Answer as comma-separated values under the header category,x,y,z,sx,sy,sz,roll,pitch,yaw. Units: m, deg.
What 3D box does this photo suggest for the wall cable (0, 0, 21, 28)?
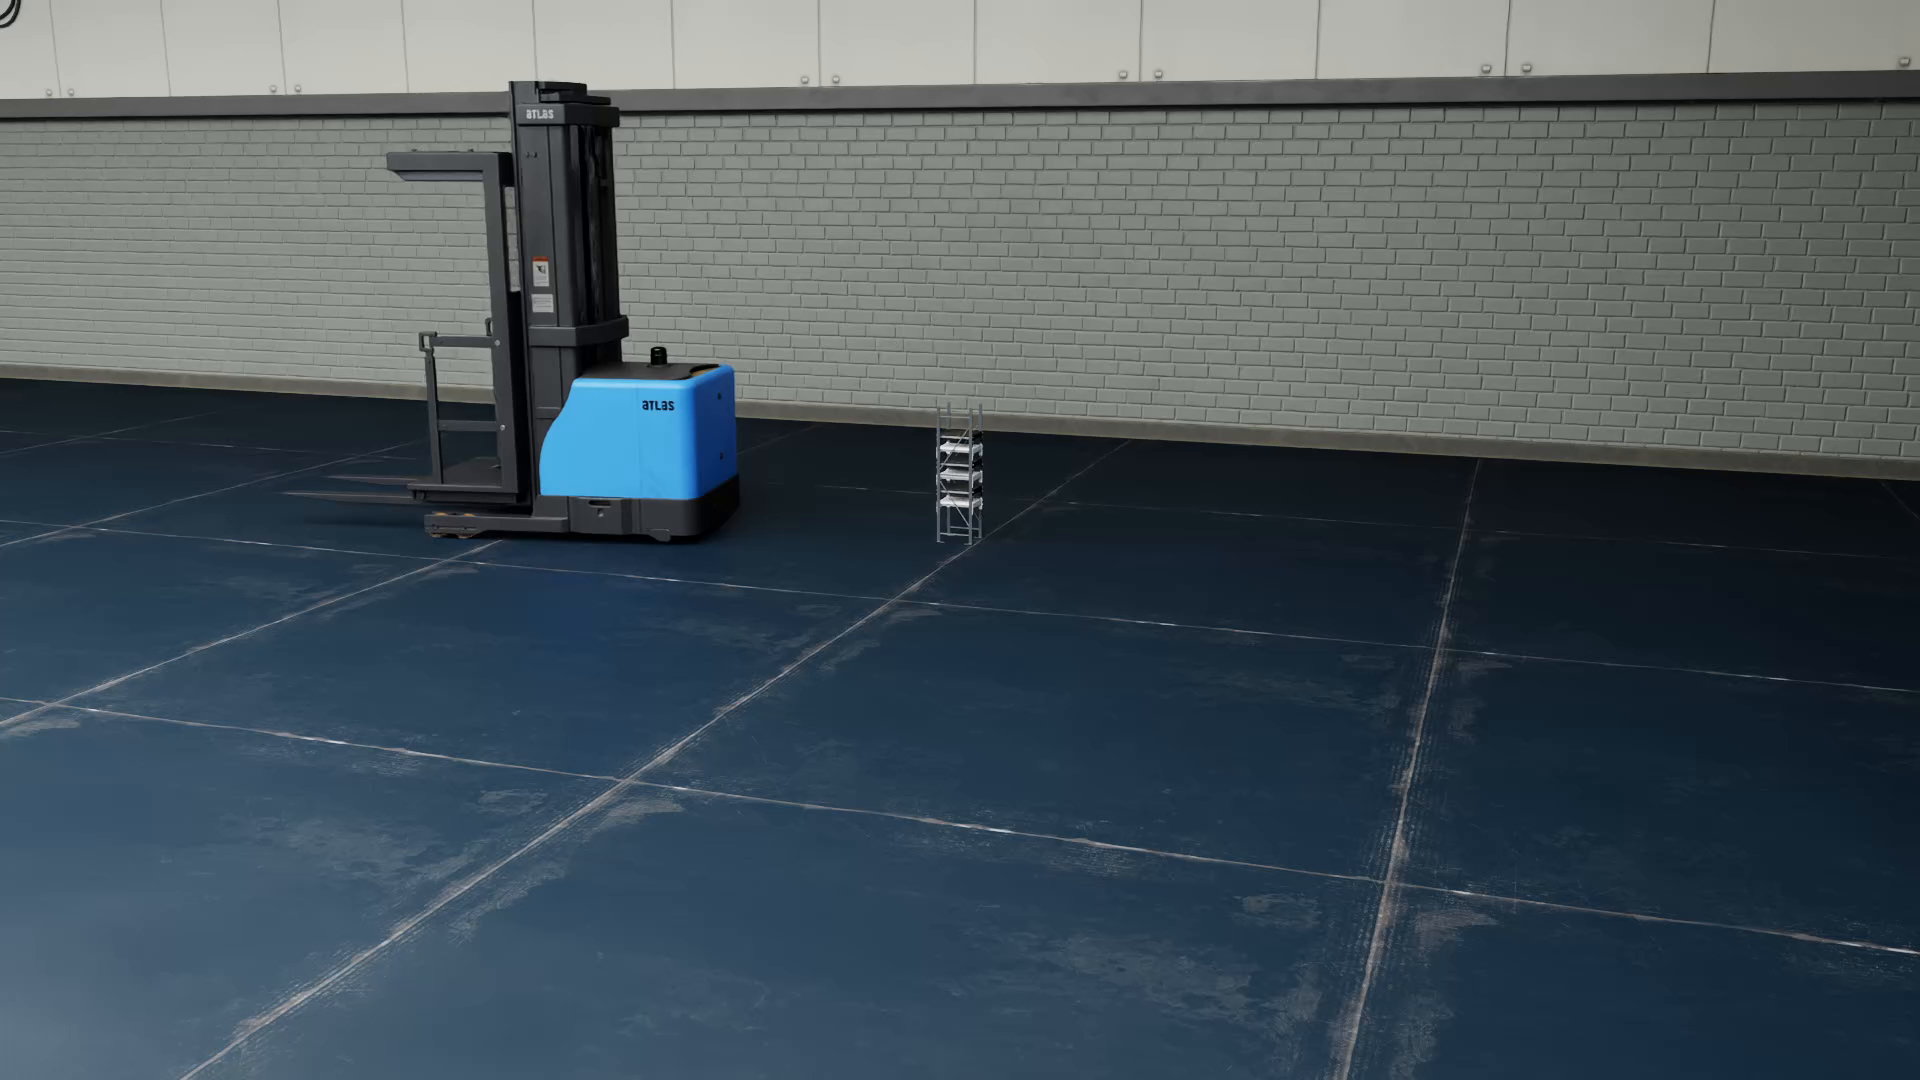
category,x,y,z,sx,sy,sz,roll,pitch,yaw
wall cable,-11.239,-7.924,17.838,2.305,6.003,0.169,4,14,18

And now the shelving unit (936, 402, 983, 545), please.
category,x,y,z,sx,sy,sz,roll,pitch,yaw
shelving unit,-0.003,-0.437,10.880,0.258,0.900,0.210,4,14,18

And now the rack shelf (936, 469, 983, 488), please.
category,x,y,z,sx,sy,sz,roll,pitch,yaw
rack shelf,-0.003,-0.405,10.888,0.258,0.077,0.200,4,14,18

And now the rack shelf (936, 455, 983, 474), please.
category,x,y,z,sx,sy,sz,roll,pitch,yaw
rack shelf,-0.003,-0.492,10.868,0.258,0.077,0.200,4,14,18

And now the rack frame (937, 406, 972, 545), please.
category,x,y,z,sx,sy,sz,roll,pitch,yaw
rack frame,-0.036,-0.416,10.787,0.240,0.900,0.006,4,14,18

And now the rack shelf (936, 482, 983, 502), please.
category,x,y,z,sx,sy,sz,roll,pitch,yaw
rack shelf,-0.003,-0.317,10.908,0.258,0.077,0.200,4,14,18

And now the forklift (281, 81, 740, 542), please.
category,x,y,z,sx,sy,sz,roll,pitch,yaw
forklift,-3.108,-1.550,11.193,3.031,2.935,1.130,2,13,9

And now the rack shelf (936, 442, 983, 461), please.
category,x,y,z,sx,sy,sz,roll,pitch,yaw
rack shelf,-0.003,-0.580,10.848,0.258,0.077,0.200,4,14,18

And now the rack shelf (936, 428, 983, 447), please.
category,x,y,z,sx,sy,sz,roll,pitch,yaw
rack shelf,-0.003,-0.668,10.828,0.258,0.077,0.200,4,14,18

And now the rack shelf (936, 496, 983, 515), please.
category,x,y,z,sx,sy,sz,roll,pitch,yaw
rack shelf,-0.003,-0.229,10.928,0.258,0.077,0.200,4,14,18

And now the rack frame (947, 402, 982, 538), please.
category,x,y,z,sx,sy,sz,roll,pitch,yaw
rack frame,0.030,-0.458,10.974,0.240,0.900,0.006,4,14,18
